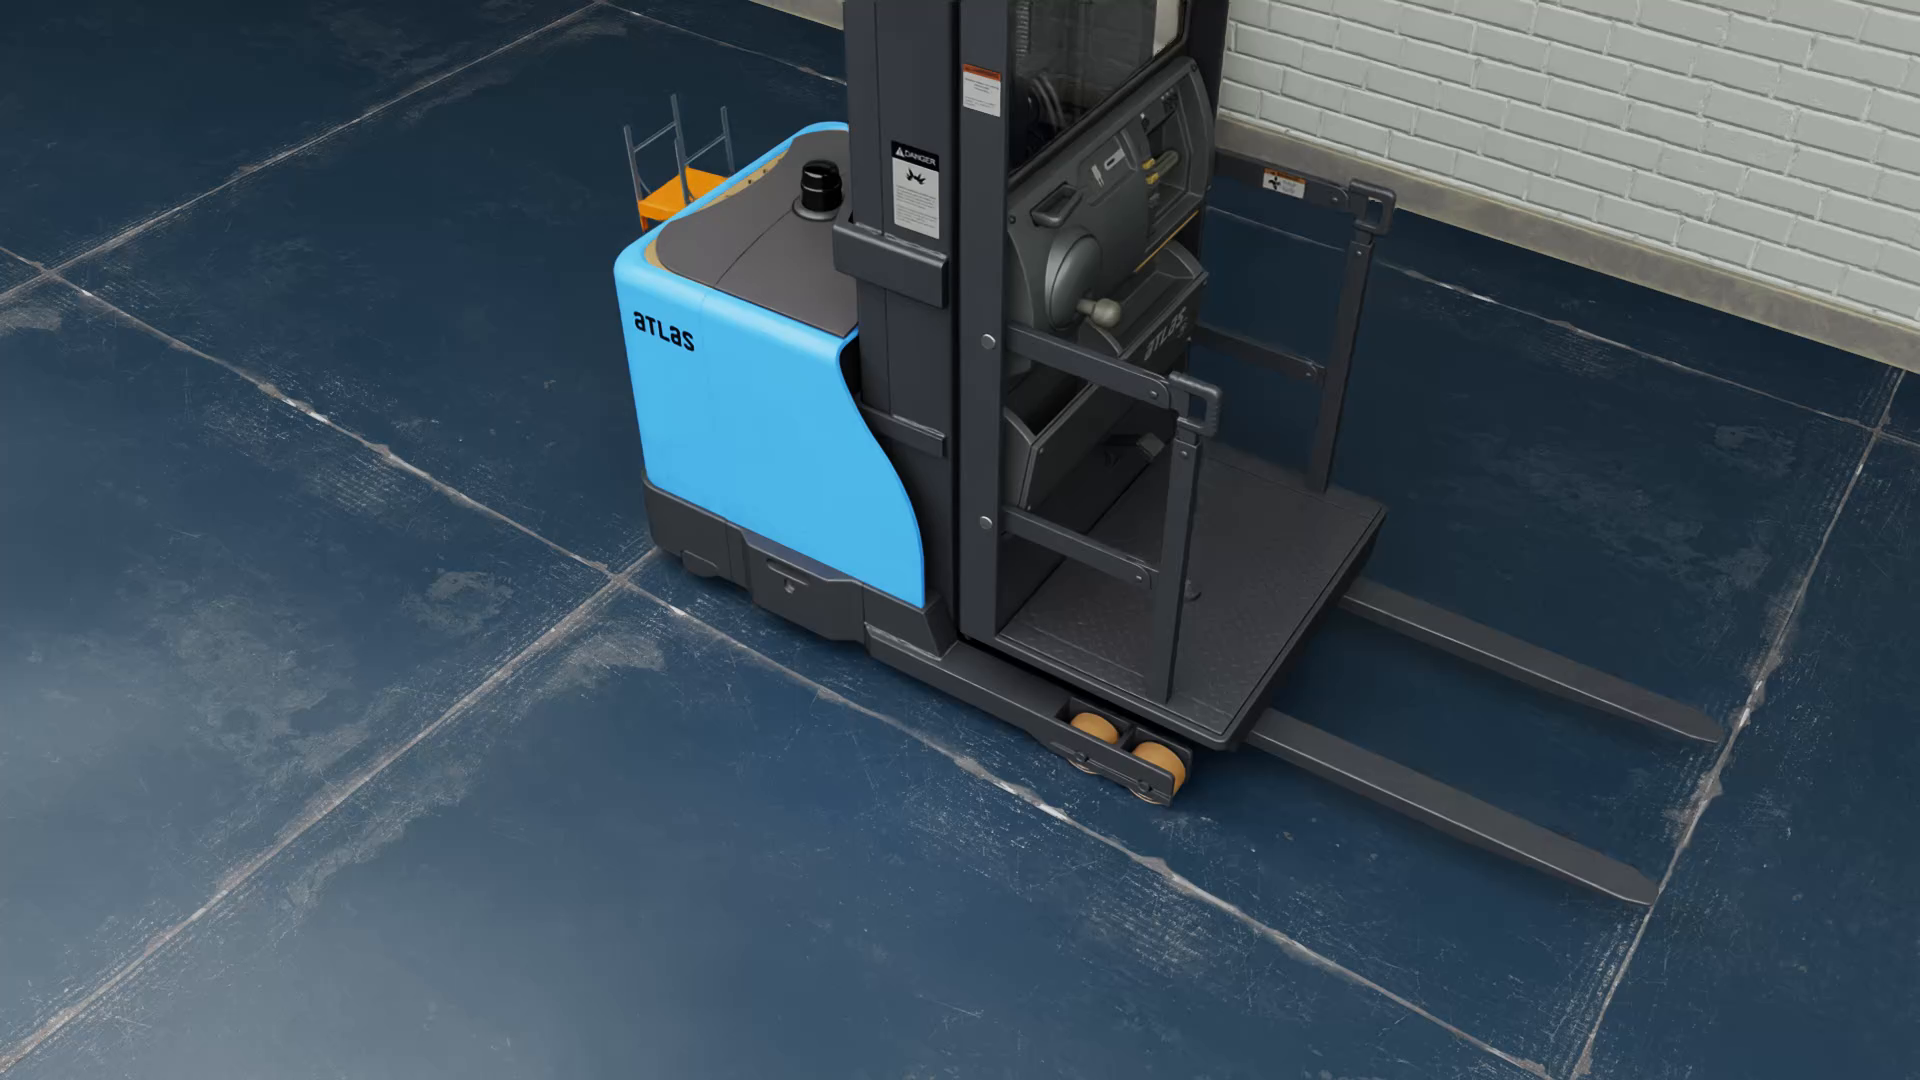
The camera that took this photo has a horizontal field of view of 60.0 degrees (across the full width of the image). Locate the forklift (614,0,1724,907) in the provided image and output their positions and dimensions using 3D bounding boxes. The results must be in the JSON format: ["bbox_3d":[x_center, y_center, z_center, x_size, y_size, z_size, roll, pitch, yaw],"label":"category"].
[{"bbox_3d":[0.554,-0.793,3.938,3.031,2.935,1.130,23,47,24],"label":"forklift"}]

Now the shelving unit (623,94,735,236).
[{"bbox_3d":[-0.802,-0.770,5.205,0.189,1.200,0.258,19,45,24],"label":"shelving unit"}]

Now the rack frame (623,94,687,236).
[{"bbox_3d":[-0.881,-0.798,5.242,0.006,1.200,0.240,19,45,24],"label":"rack frame"}]

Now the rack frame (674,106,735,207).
[{"bbox_3d":[-0.723,-0.742,5.168,0.006,1.200,0.240,19,45,24],"label":"rack frame"}]

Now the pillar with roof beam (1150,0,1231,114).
[{"bbox_3d":[-1.624,-2.694,1.513,0.400,9.000,9.100,25,48,25],"label":"pillar with roof beam"}]

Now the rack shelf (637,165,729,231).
[{"bbox_3d":[-0.814,-1.010,5.000,0.180,0.103,0.258,19,45,24],"label":"rack shelf"}]
